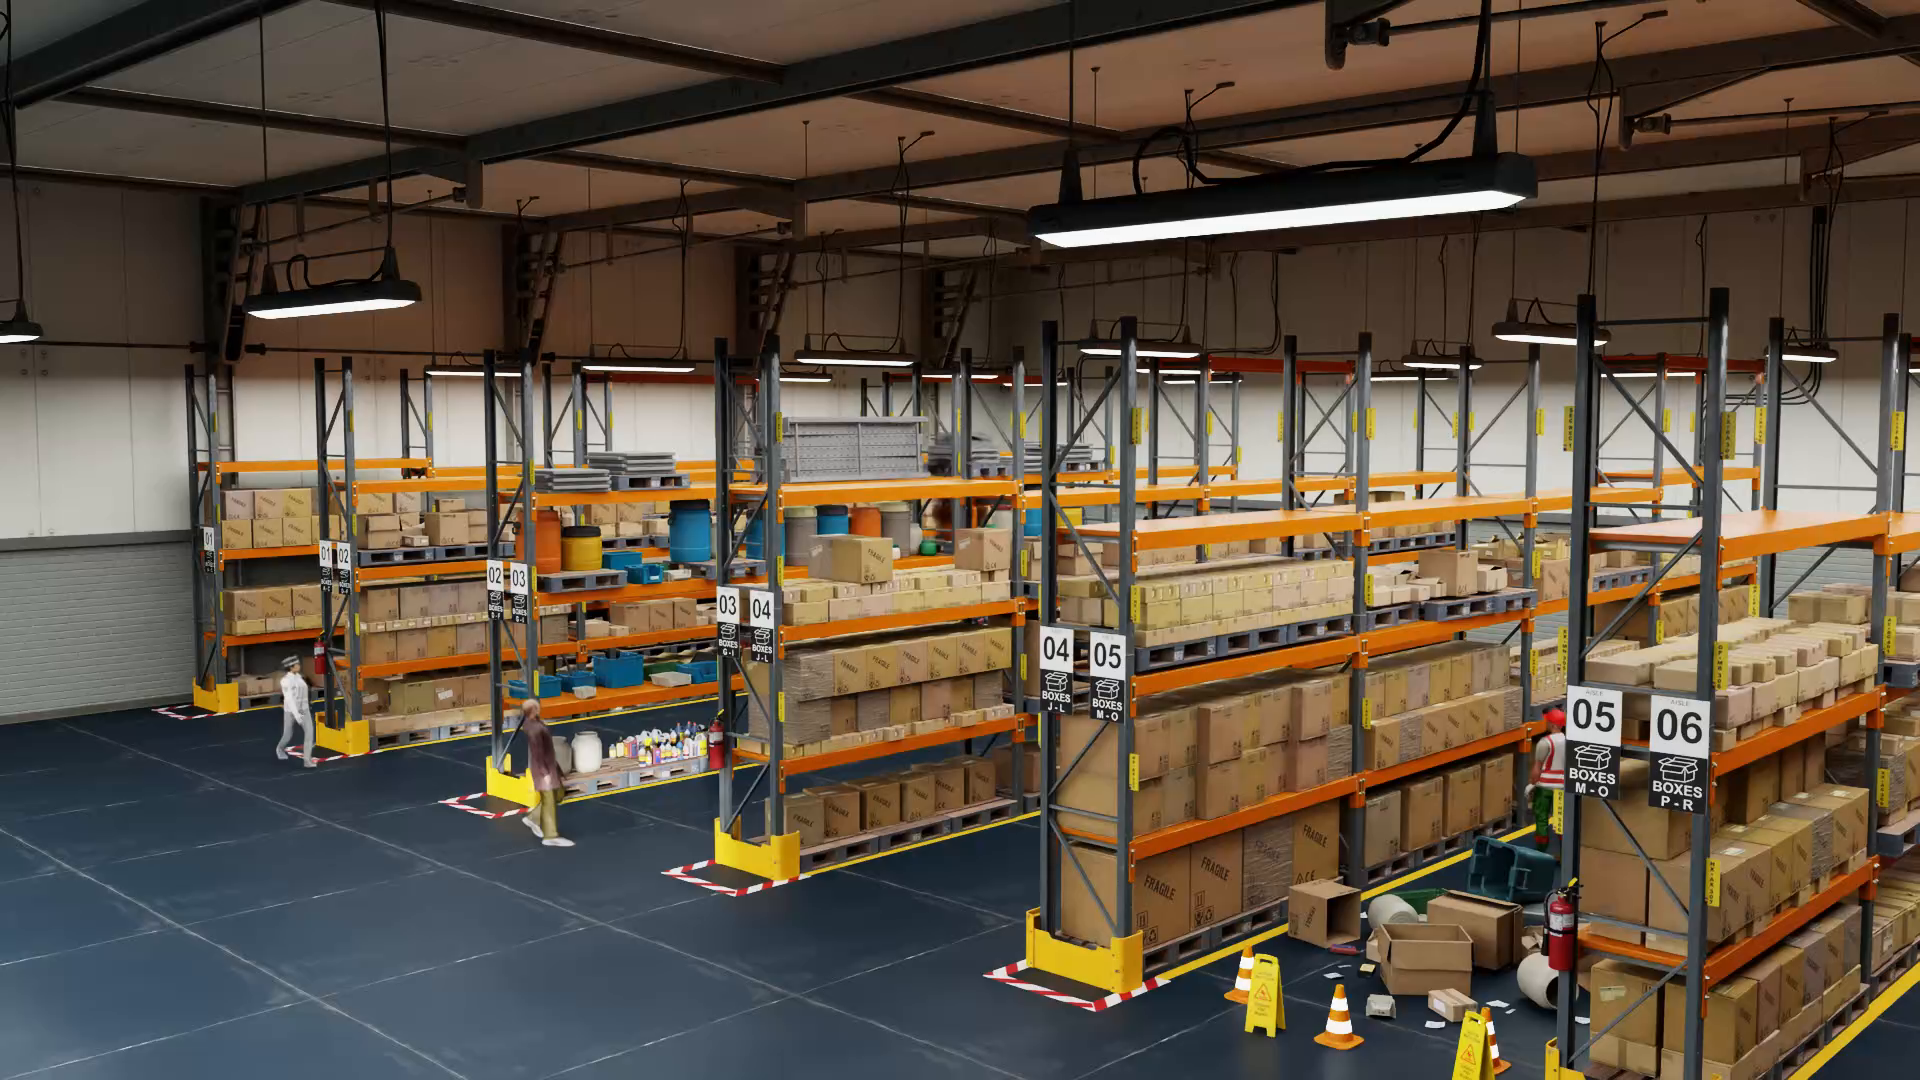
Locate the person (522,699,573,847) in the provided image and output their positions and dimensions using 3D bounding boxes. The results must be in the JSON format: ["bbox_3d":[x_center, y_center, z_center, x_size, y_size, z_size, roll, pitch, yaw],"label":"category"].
[{"bbox_3d":[-4.965,2.771,19.969,0.654,1.769,0.655,0,4,-5],"label":"person"}]

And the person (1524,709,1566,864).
[{"bbox_3d":[6.745,2.822,18.994,0.594,1.800,0.450,0,4,2],"label":"person"}]

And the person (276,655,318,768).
[{"bbox_3d":[-9.683,2.482,24.252,0.923,1.629,0.467,4,6,42],"label":"person"}]
